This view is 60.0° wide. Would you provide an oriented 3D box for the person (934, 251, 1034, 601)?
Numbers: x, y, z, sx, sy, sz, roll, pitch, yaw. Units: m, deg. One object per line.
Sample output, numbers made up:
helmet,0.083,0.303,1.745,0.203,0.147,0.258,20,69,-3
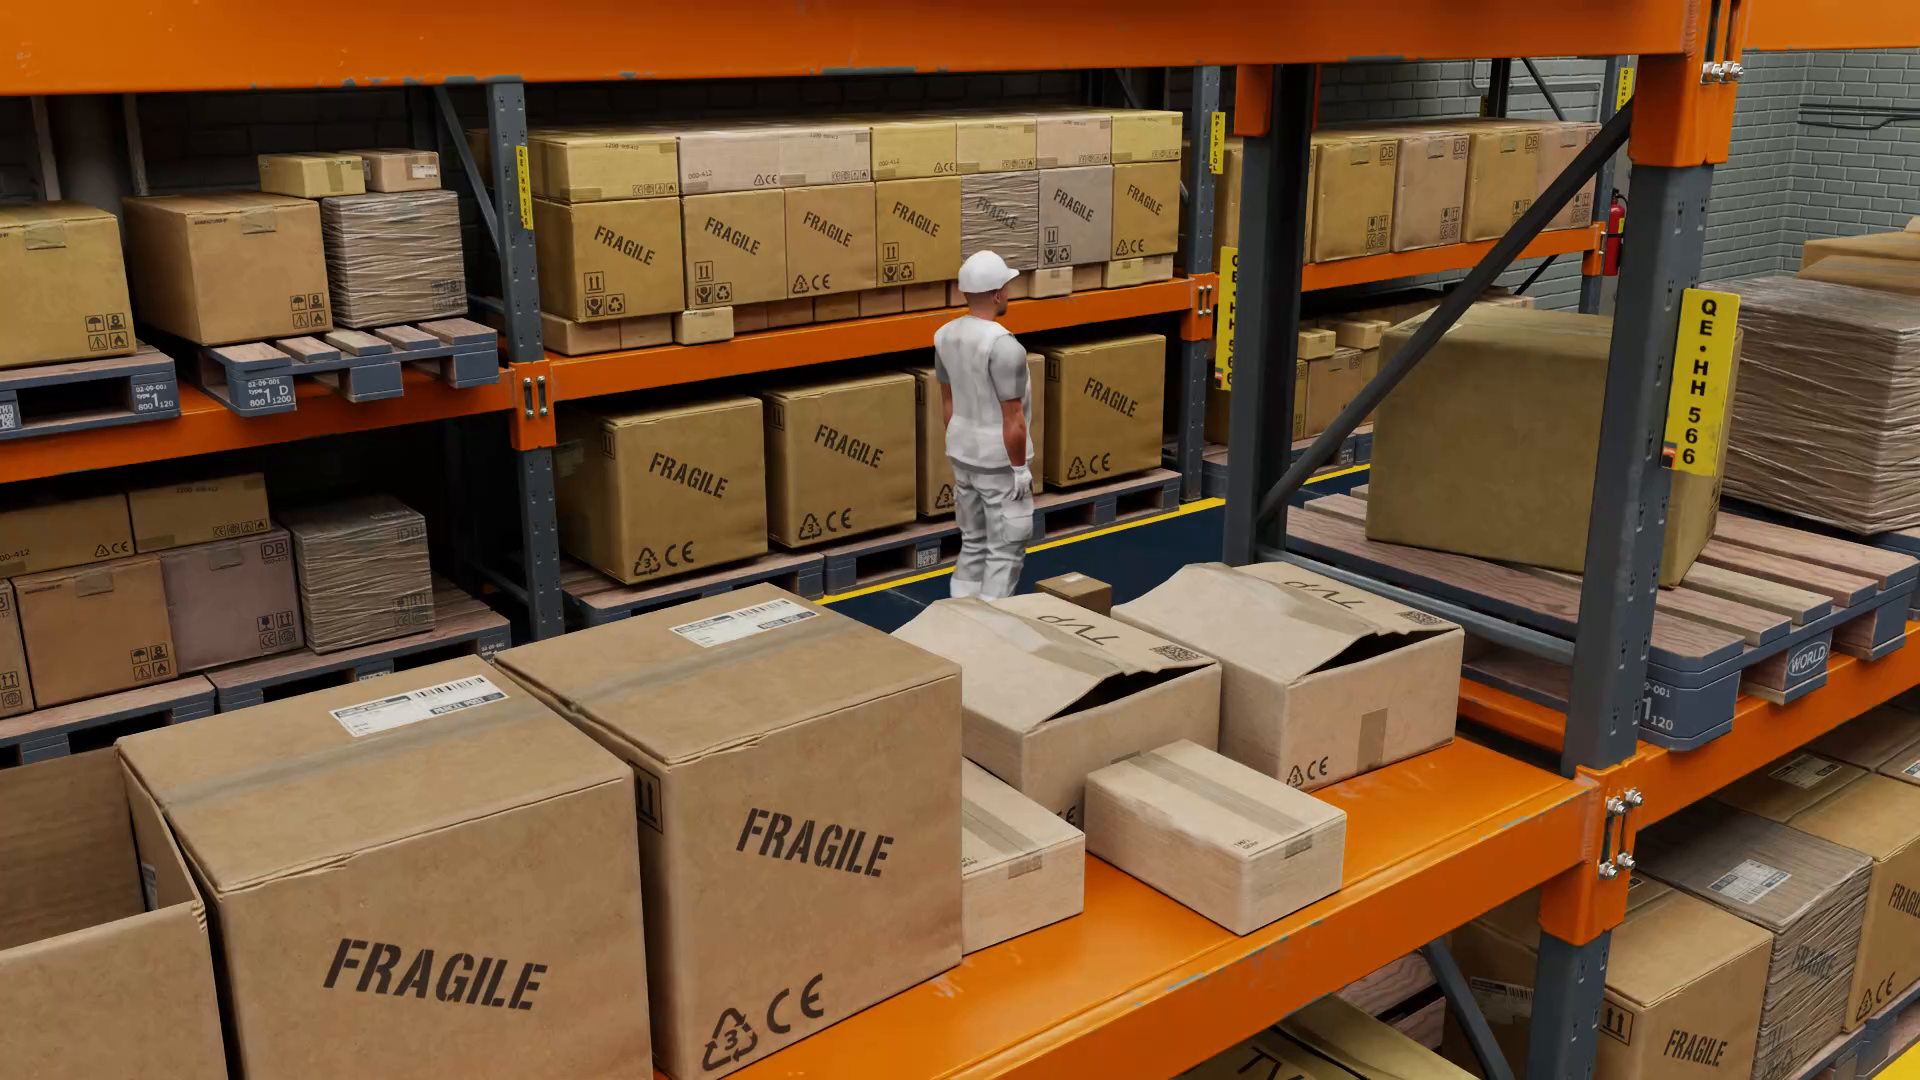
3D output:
person,0.126,-0.306,7.061,0.353,1.836,0.524,-13,22,-35
